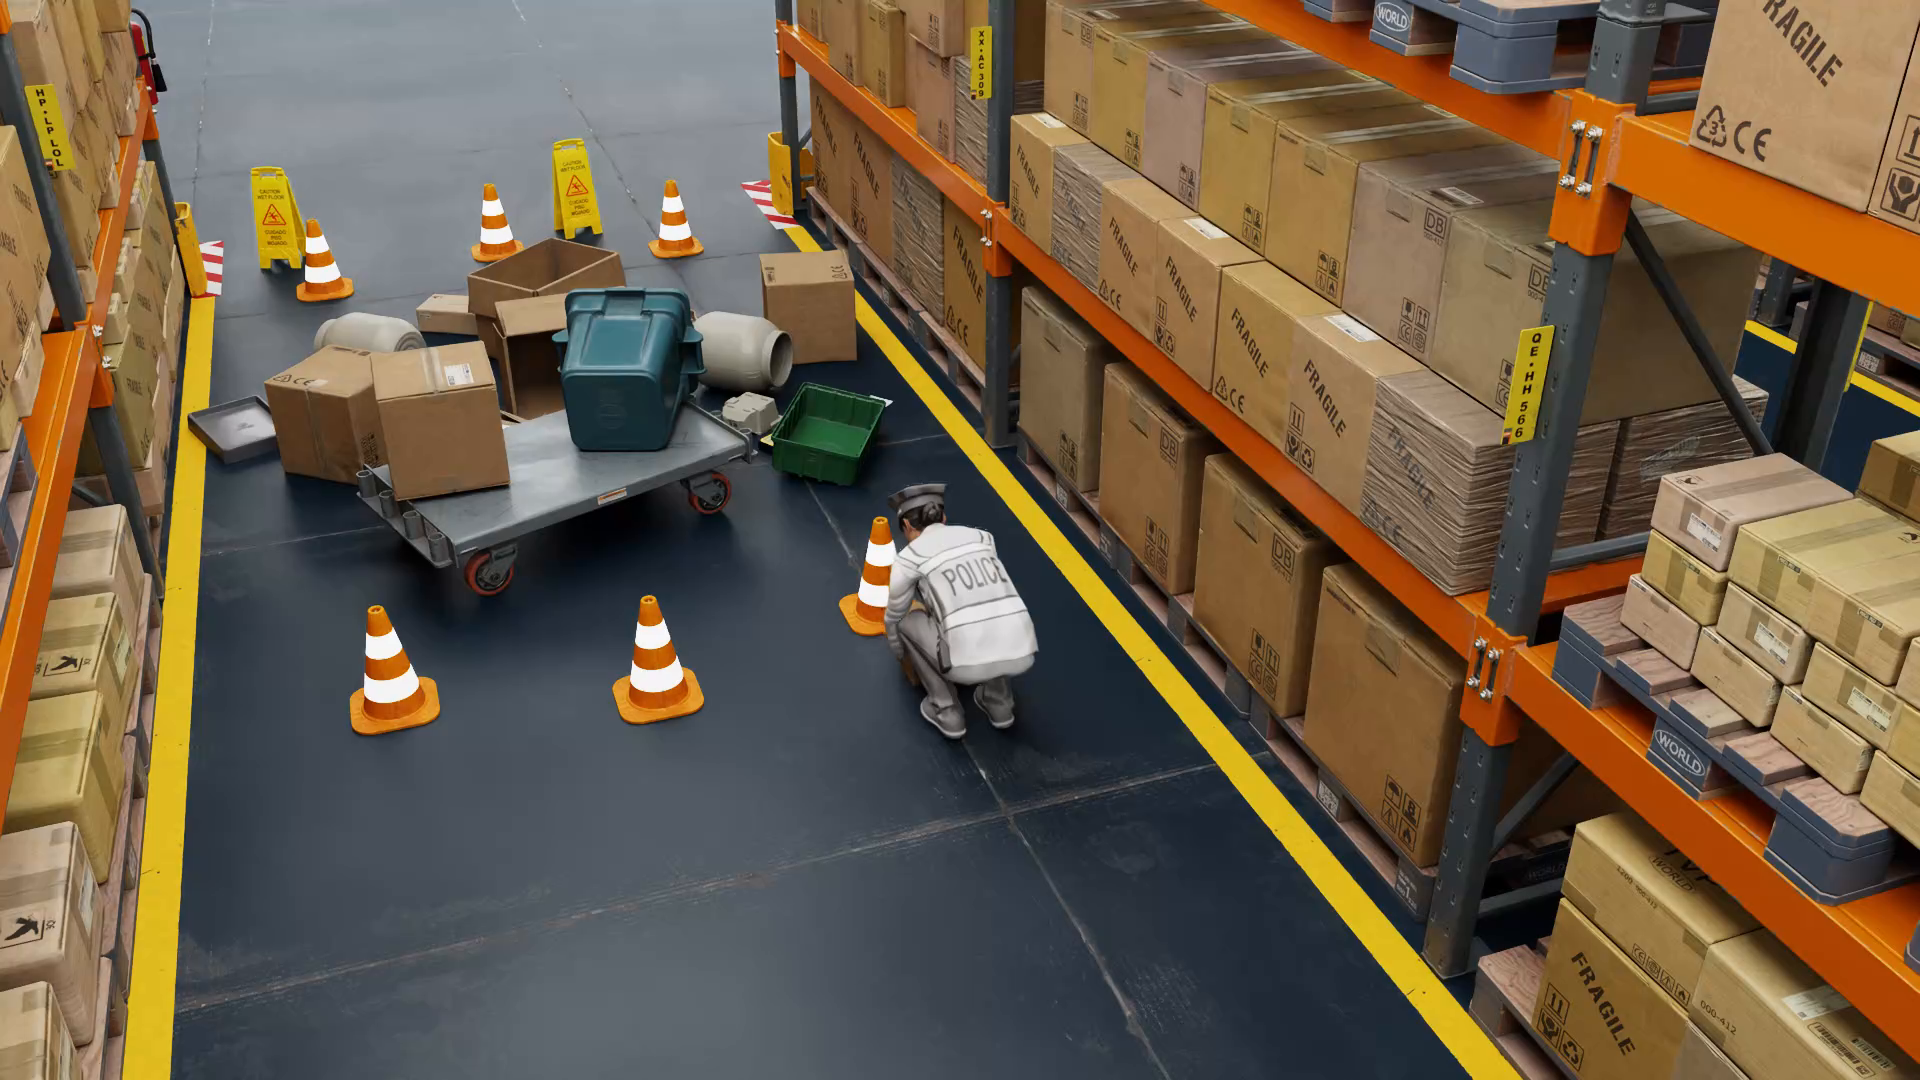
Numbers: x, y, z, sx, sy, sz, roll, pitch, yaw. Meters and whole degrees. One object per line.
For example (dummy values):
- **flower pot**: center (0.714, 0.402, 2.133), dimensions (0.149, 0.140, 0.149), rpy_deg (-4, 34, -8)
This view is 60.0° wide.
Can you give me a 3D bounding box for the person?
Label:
- **person**: center (-0.019, 0.281, 6.426), dimensions (0.483, 0.890, 0.853), rpy_deg (-11, 32, -18)
